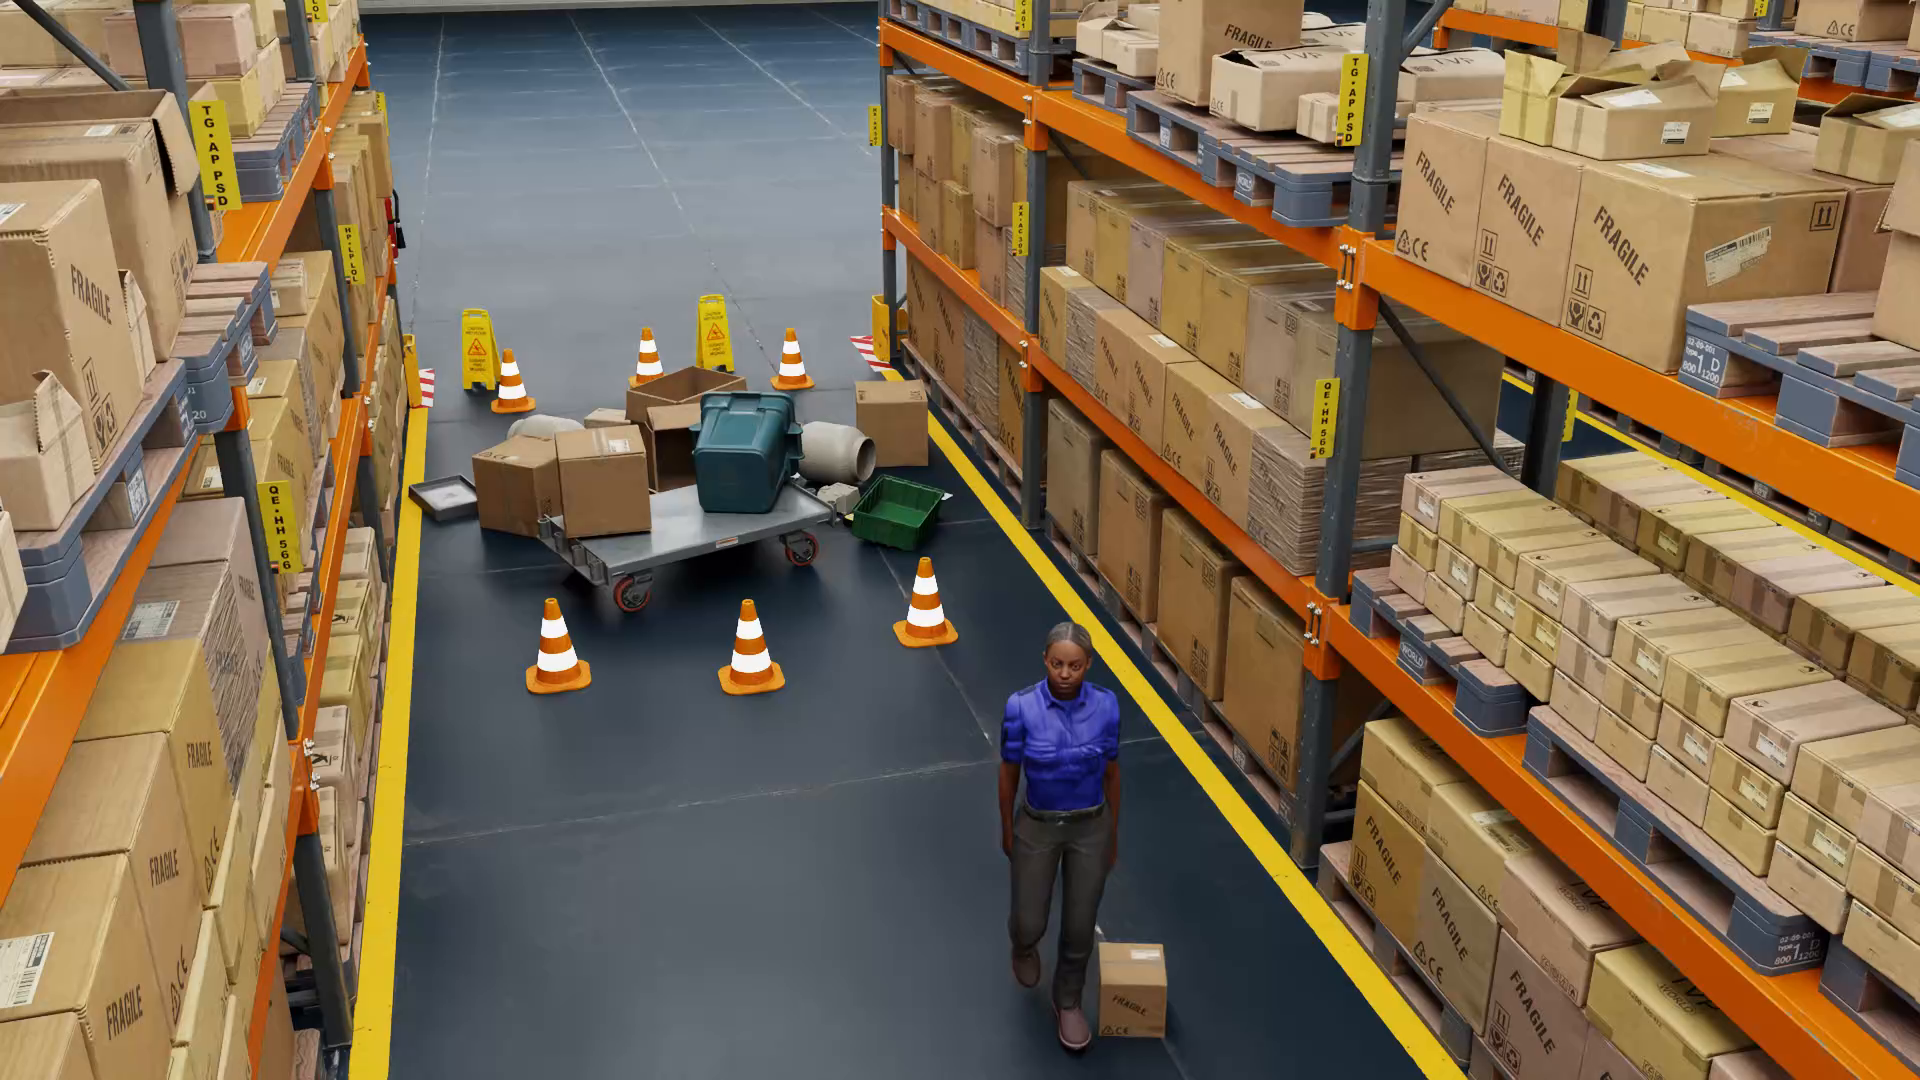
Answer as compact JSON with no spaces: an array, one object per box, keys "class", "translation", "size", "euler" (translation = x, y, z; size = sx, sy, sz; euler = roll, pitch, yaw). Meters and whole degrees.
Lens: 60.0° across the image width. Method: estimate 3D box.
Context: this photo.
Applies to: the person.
[{"class":"person","translation":[0.362,1.047,6.098],"size":[0.444,1.642,0.536],"euler":[-2,23,-4]}]
